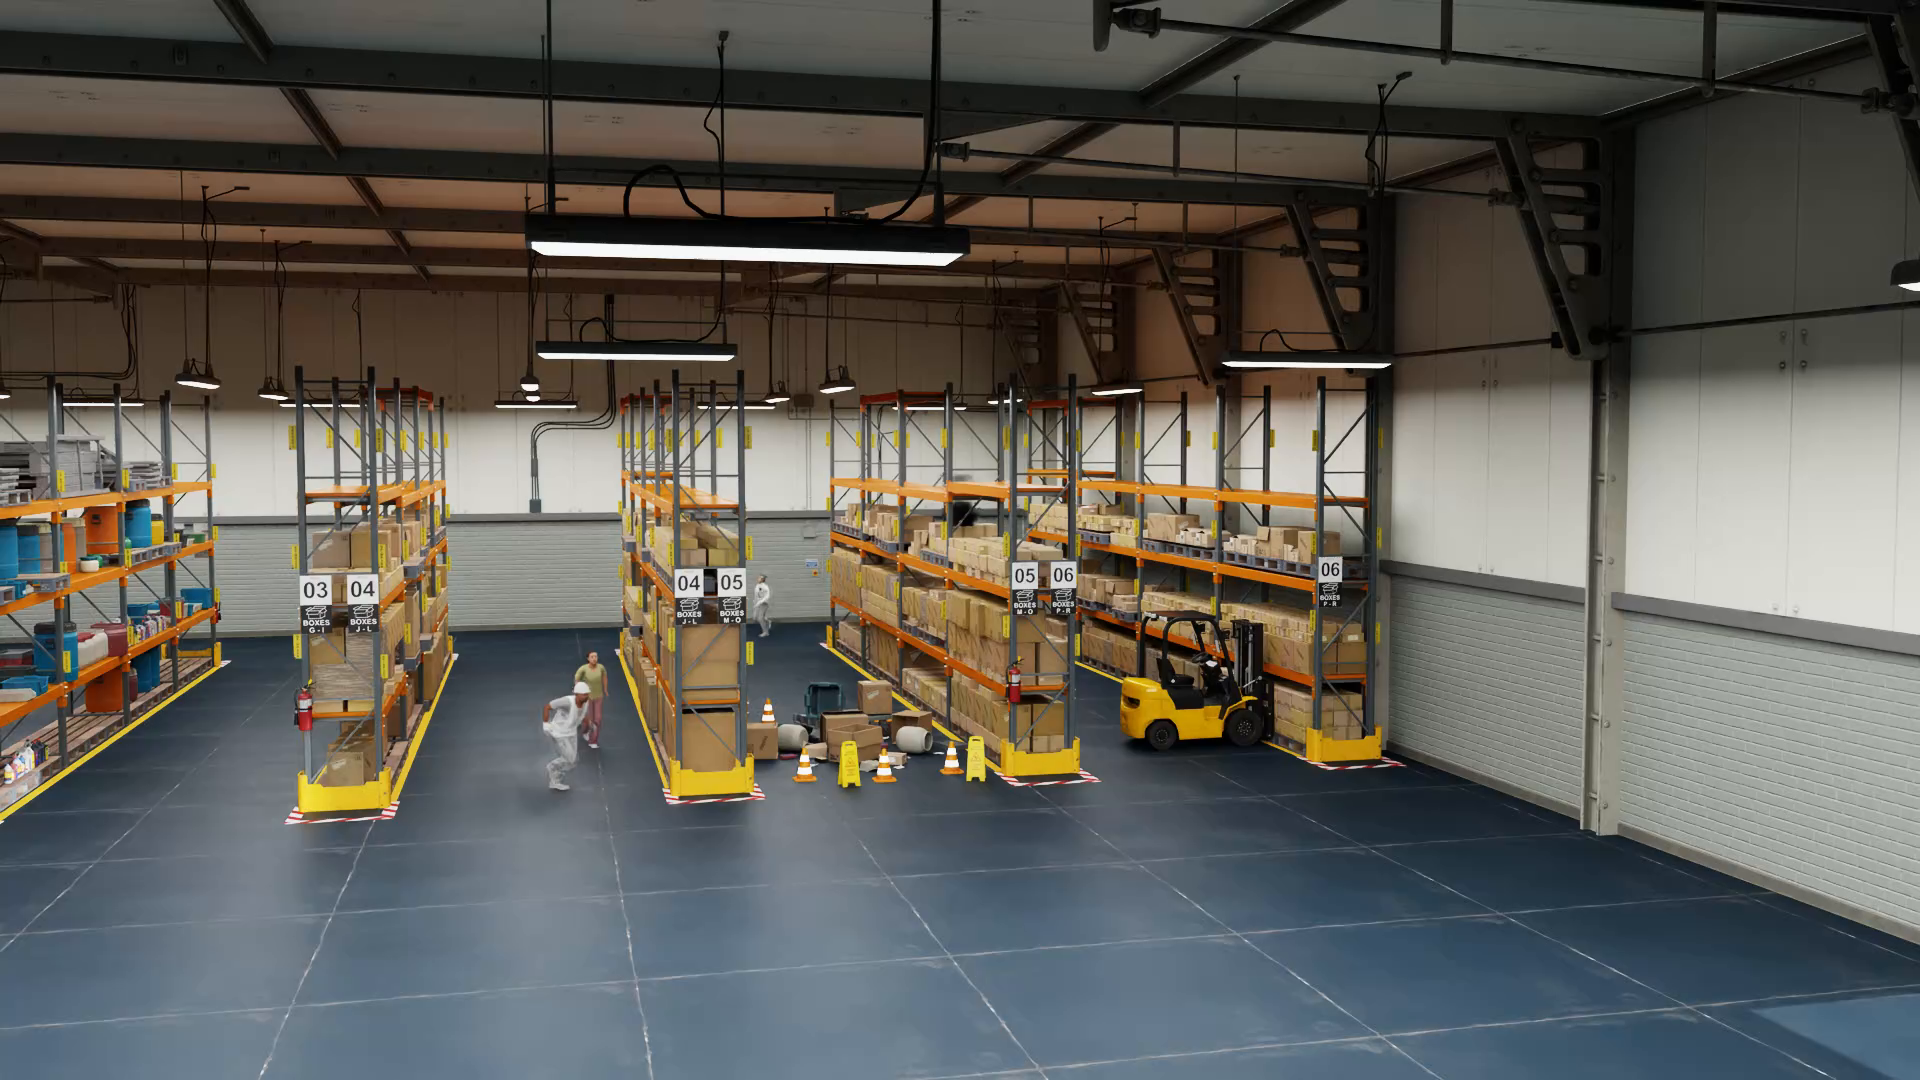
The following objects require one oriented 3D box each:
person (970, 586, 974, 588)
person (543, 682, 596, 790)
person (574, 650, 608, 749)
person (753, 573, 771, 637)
[{"bbox_3d":[0.389,1.824,38.417,0.616,1.764,0.855,-3,4,-38],"label":"person"},{"bbox_3d":[-5.573,2.797,23.624,0.816,1.591,0.723,2,4,32],"label":"person"},{"bbox_3d":[-6.043,2.581,27.216,0.576,1.618,0.707,-1,4,-24],"label":"person"},{"bbox_3d":[-5.053,1.653,42.527,0.574,1.643,0.612,-2,4,-34],"label":"person"}]
